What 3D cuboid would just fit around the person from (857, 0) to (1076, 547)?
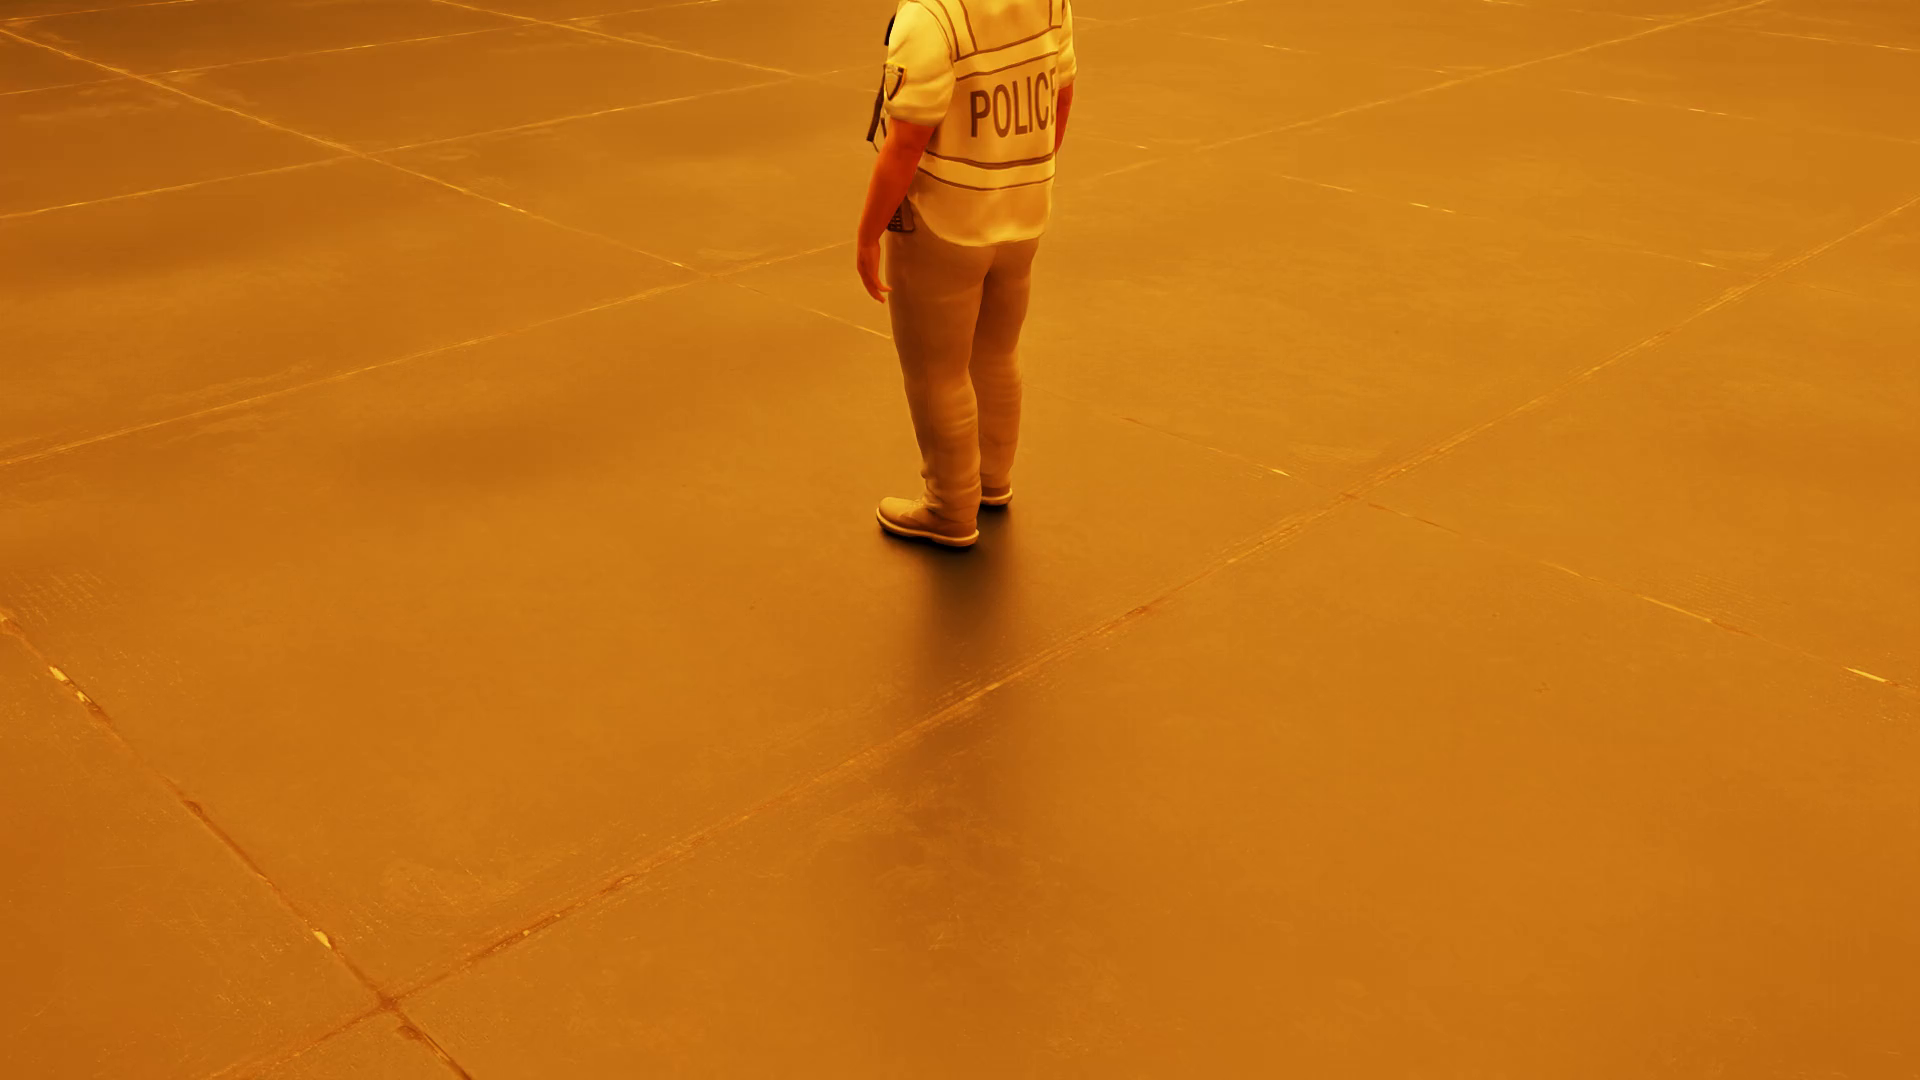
[{"bbox_3d":[-0.047,-0.835,4.204,0.641,1.780,0.574,-24,35,-39],"label":"person"}]
